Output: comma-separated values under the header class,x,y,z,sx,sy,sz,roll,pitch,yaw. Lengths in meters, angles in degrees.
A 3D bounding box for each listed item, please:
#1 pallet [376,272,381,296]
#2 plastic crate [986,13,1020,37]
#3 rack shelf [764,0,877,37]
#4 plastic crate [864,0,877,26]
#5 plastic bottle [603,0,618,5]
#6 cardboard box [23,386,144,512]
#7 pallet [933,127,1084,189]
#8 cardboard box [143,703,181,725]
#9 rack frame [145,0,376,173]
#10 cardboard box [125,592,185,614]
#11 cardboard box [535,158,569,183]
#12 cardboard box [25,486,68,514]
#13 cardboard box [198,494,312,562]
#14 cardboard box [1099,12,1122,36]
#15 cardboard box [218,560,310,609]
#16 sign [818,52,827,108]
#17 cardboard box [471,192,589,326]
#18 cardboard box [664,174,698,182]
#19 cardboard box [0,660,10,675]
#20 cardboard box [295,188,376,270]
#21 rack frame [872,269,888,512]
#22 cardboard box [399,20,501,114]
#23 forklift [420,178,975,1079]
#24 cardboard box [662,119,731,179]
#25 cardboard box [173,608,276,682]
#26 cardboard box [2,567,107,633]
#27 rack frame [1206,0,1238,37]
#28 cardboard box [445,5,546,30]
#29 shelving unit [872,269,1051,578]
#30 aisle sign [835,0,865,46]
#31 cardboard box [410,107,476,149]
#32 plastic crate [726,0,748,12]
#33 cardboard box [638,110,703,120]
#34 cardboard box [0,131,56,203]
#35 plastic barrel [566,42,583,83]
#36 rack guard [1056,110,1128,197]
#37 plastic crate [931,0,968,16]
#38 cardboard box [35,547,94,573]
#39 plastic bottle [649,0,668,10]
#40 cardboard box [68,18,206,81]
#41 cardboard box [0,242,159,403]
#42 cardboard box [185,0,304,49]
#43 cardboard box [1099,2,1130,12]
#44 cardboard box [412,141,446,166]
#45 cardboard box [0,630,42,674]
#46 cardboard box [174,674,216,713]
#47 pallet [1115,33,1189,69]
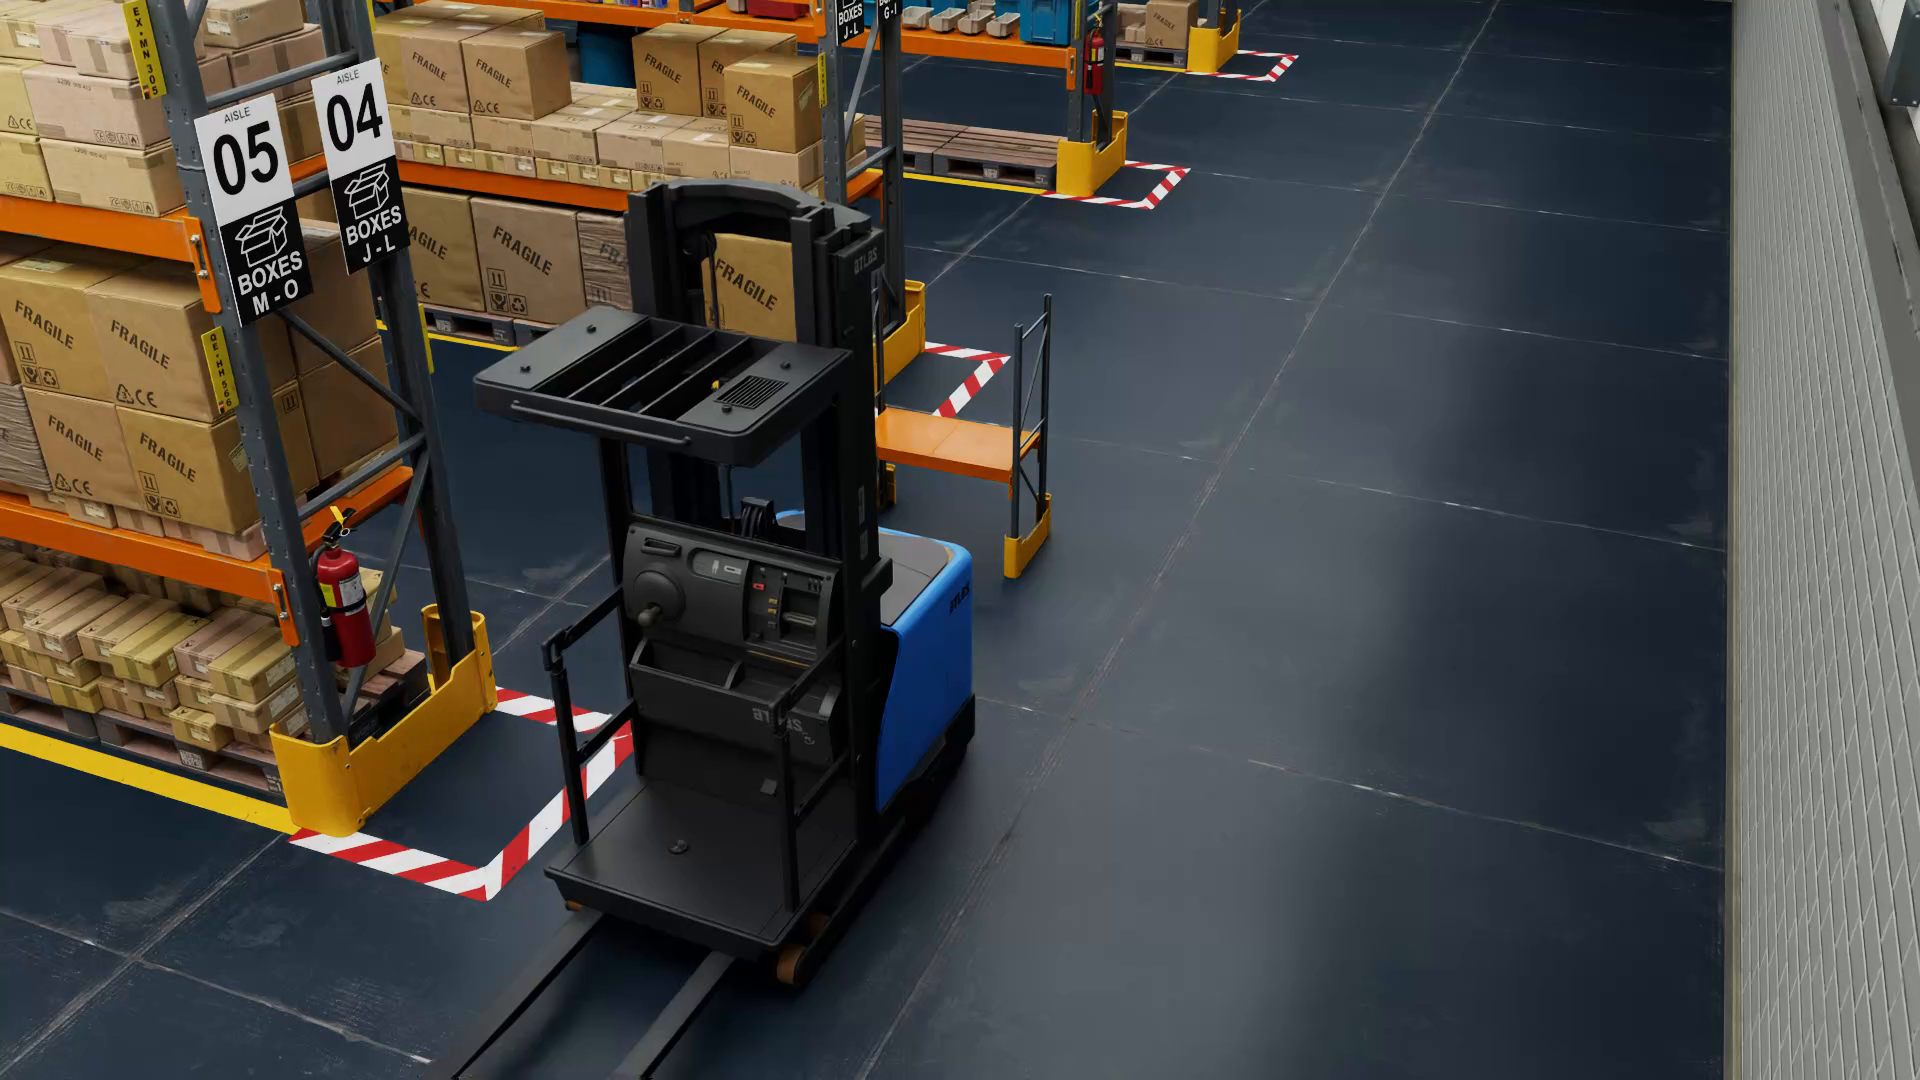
class,x,y,z,sx,sy,sz,roll,pitch,yaw
pallet,-5.086,-2.132,13.307,1.213,0.211,1.003,11,31,19
plastic crate,0.402,-4.735,15.286,0.243,0.136,0.396,11,31,19
rack shelf,-2.489,-3.860,11.213,4.000,0.370,1.077,11,31,19
plastic crate,-0.773,-4.972,15.607,0.300,0.233,0.416,11,31,19
plastic bottle,-3.455,-5.495,16.473,0.185,0.351,0.144,11,31,19
cardboard box,-3.583,-0.491,7.166,0.500,0.500,0.500,11,31,18
pallet,0.476,-3.712,16.103,1.213,0.211,1.003,11,31,19
cardboard box,-3.650,0.712,7.912,0.250,0.149,0.380,11,31,19
rack frame,-2.595,-2.866,5.675,0.127,3.000,1.000,11,31,19
cardboard box,-3.955,0.276,8.381,0.250,0.149,0.380,10,31,17
cardboard box,-2.749,-2.634,11.617,0.250,0.149,0.380,10,31,18
cardboard box,-3.936,-0.278,7.448,0.250,0.149,0.380,10,31,17
cardboard box,-3.003,-0.076,7.092,0.250,0.149,0.380,11,31,19
cardboard box,1.626,-6.186,19.992,0.500,0.250,0.500,11,31,19
cardboard box,-3.438,0.192,8.228,0.250,0.149,0.380,11,31,19
sign,-0.853,-2.860,10.343,0.005,0.325,0.100,11,31,19
cardboard box,-2.927,-2.170,12.273,0.875,0.875,0.875,11,31,19
cardboard box,-1.796,-2.445,11.282,0.250,0.149,0.380,12,32,20
cardboard box,-4.595,0.513,8.264,0.250,0.149,0.380,12,32,21
cardboard box,-4.943,-2.604,13.042,0.875,0.875,1.225,11,31,19
rack frame,-0.550,-0.763,9.575,0.032,1.500,0.500,11,31,19
cardboard box,-3.542,-3.328,11.678,0.500,0.500,0.500,11,31,19
forklift,-0.995,0.253,6.324,1.130,2.935,3.031,12,32,21
cardboard box,-1.655,-2.624,11.194,0.500,0.250,0.500,11,31,18
cardboard box,-3.392,0.490,7.701,0.250,0.149,0.380,12,32,20
cardboard box,-4.368,0.299,8.038,0.250,0.149,0.380,10,31,17
rack frame,3.092,-7.013,19.110,0.127,3.000,1.000,11,31,19
cardboard box,-3.354,-3.570,12.106,0.500,0.500,0.500,12,31,20
shelving unit,-0.071,-0.667,9.406,1.083,1.500,0.587,11,31,19
aisle sign,-0.682,-3.479,10.214,0.004,0.787,0.394,11,31,19
cardboard box,-3.547,-3.001,11.861,0.500,0.250,0.500,11,31,19
plastic crate,-2.103,-5.256,16.207,0.243,0.136,0.396,11,31,19
cardboard box,-1.928,-2.961,11.790,0.500,0.250,0.500,10,31,17
cardboard box,-3.591,-1.550,6.547,0.500,0.250,0.500,11,31,19
plastic barrel,-4.124,-4.980,17.614,0.421,0.512,0.421,0,29,0
rack guard,1.253,-3.669,15.733,0.348,0.500,1.175,11,31,19
plastic crate,-0.099,-5.148,15.919,0.300,0.233,0.416,11,31,19
cardboard box,-4.448,0.056,8.469,0.250,0.149,0.380,11,31,19
plastic bottle,-2.967,-5.367,16.323,0.135,0.276,0.152,11,31,19
cardboard box,-3.013,-1.814,6.101,0.250,0.149,0.380,11,31,19
cardboard box,-3.582,-0.928,6.923,0.500,0.500,0.500,10,31,17
cardboard box,-2.809,-2.050,6.519,0.250,0.149,0.380,11,31,19
cardboard box,1.768,-6.423,20.412,0.500,0.250,0.500,11,31,19
cardboard box,-3.706,-2.824,11.954,0.250,0.149,0.380,12,32,21
cardboard box,-4.388,0.466,8.046,0.250,0.149,0.380,13,32,22
cardboard box,-3.413,0.634,7.748,0.250,0.149,0.380,11,31,18
pallet,2.282,-5.960,20.081,1.213,0.211,1.003,11,31,19
